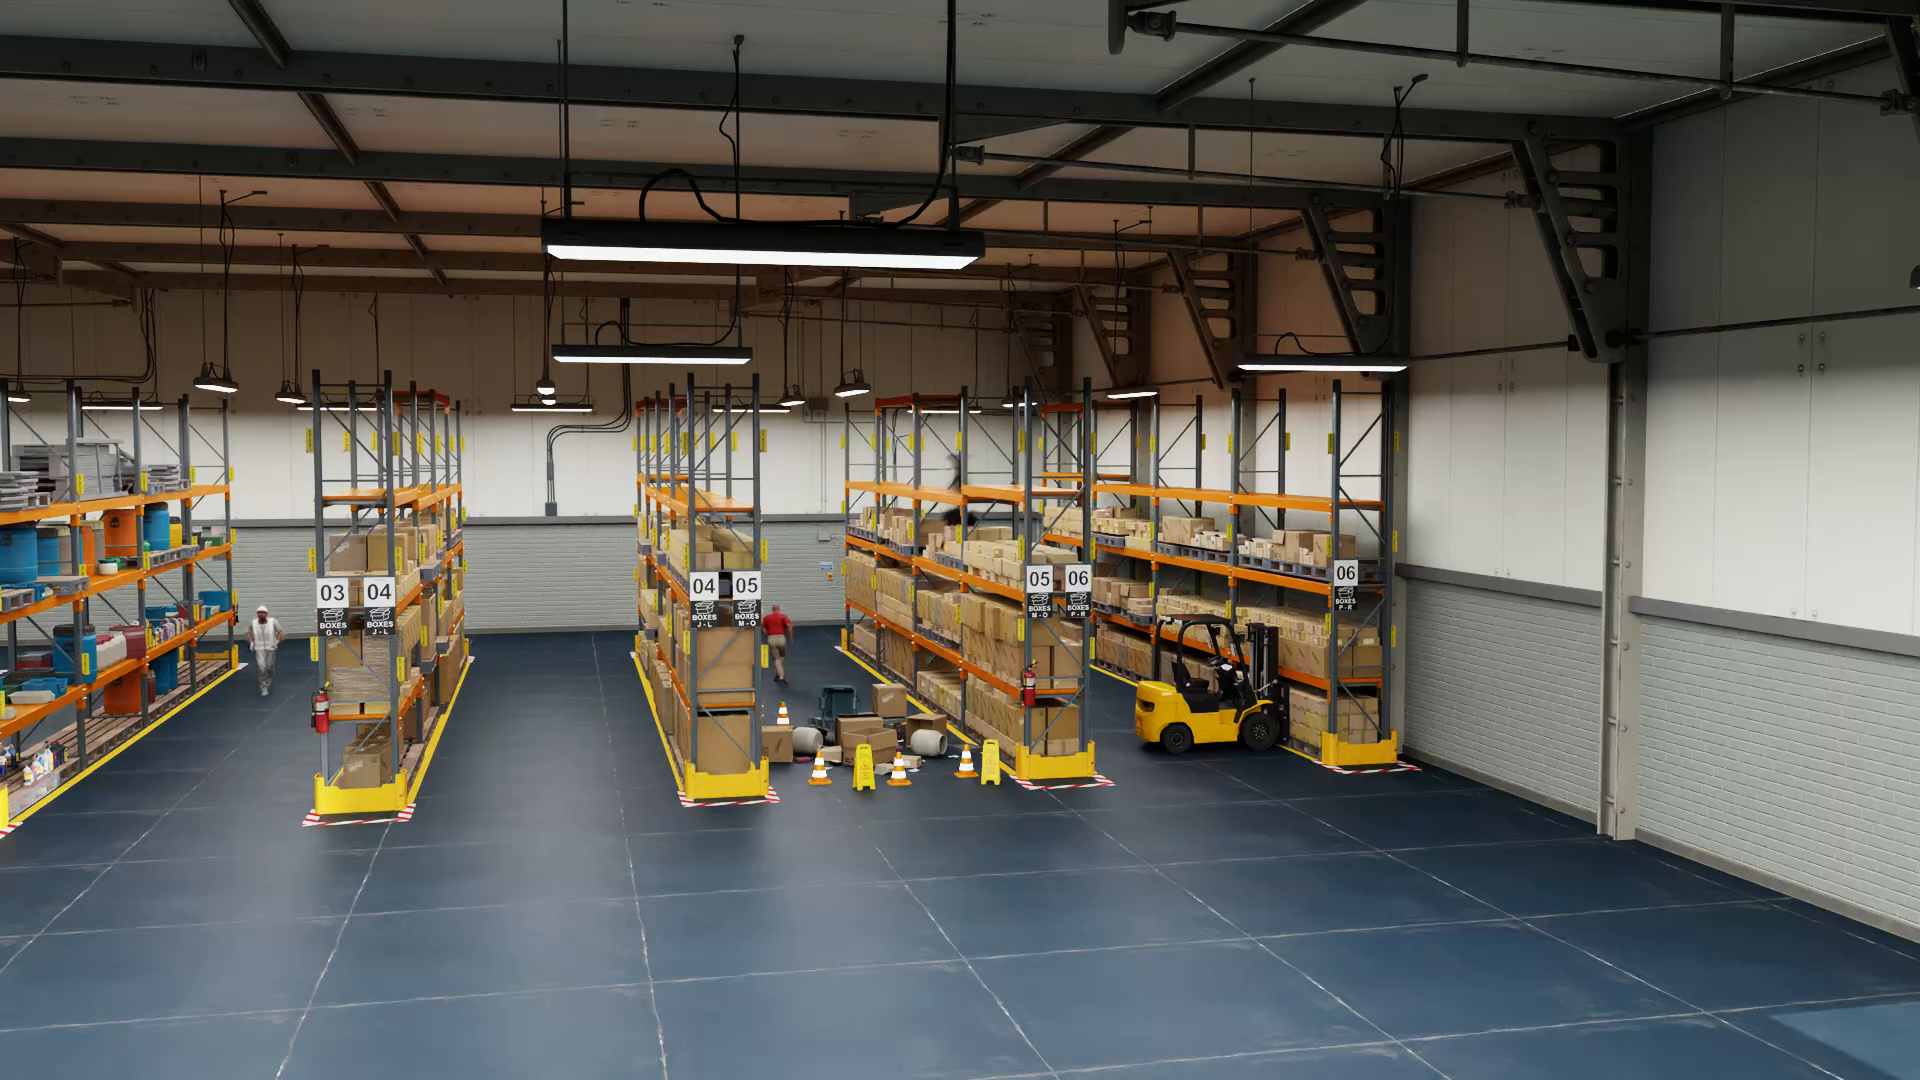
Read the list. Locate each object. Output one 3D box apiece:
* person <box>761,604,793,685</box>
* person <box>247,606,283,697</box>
[{"bbox_3d":[-3.811,2.203,34.613,0.680,1.690,0.838,0,3,-8],"label":"person"},{"bbox_3d":[-13.916,2.201,33.313,0.675,1.793,0.813,-1,4,-21],"label":"person"}]
